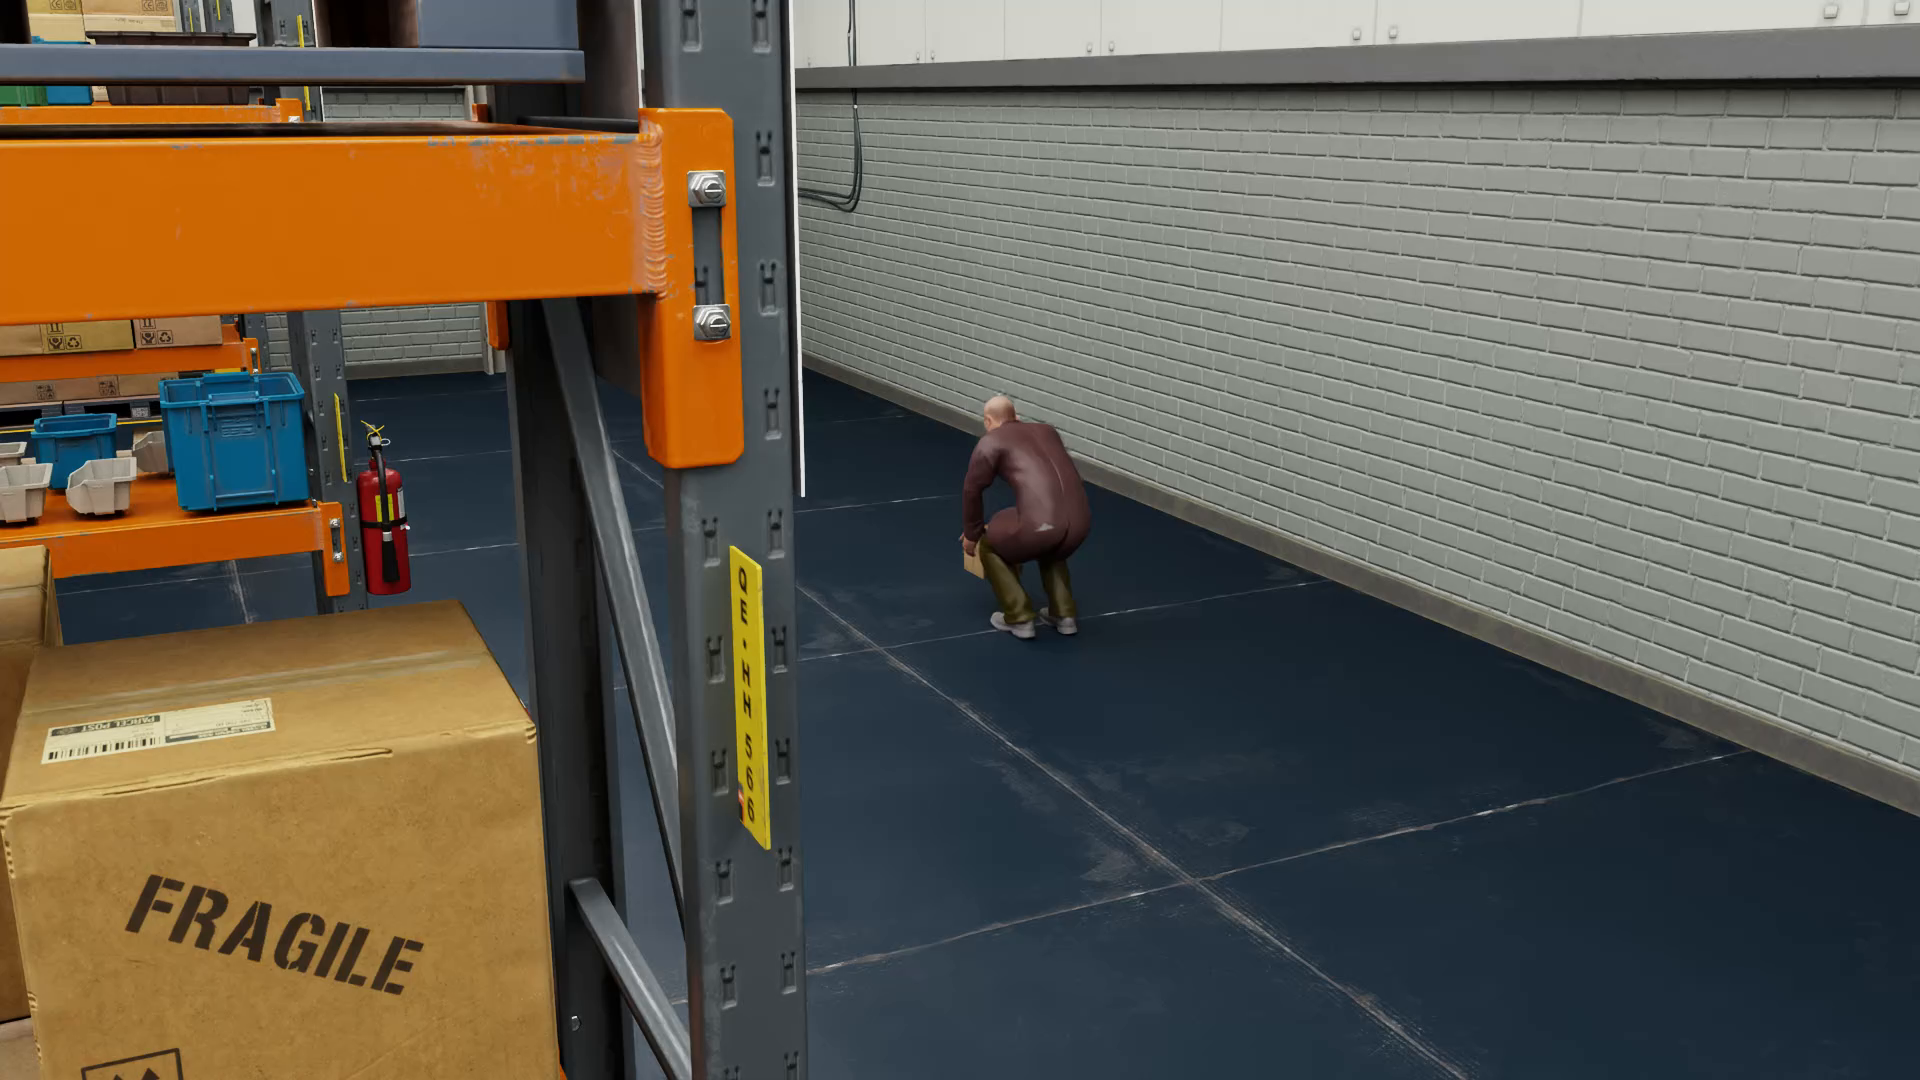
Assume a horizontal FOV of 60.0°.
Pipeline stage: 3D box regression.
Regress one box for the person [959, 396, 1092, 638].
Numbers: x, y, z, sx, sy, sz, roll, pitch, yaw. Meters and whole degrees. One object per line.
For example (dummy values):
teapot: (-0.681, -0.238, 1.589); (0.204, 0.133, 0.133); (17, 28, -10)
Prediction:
person: (0.364, -0.084, 9.026); (0.631, 1.176, 0.796); (-7, 17, -25)
